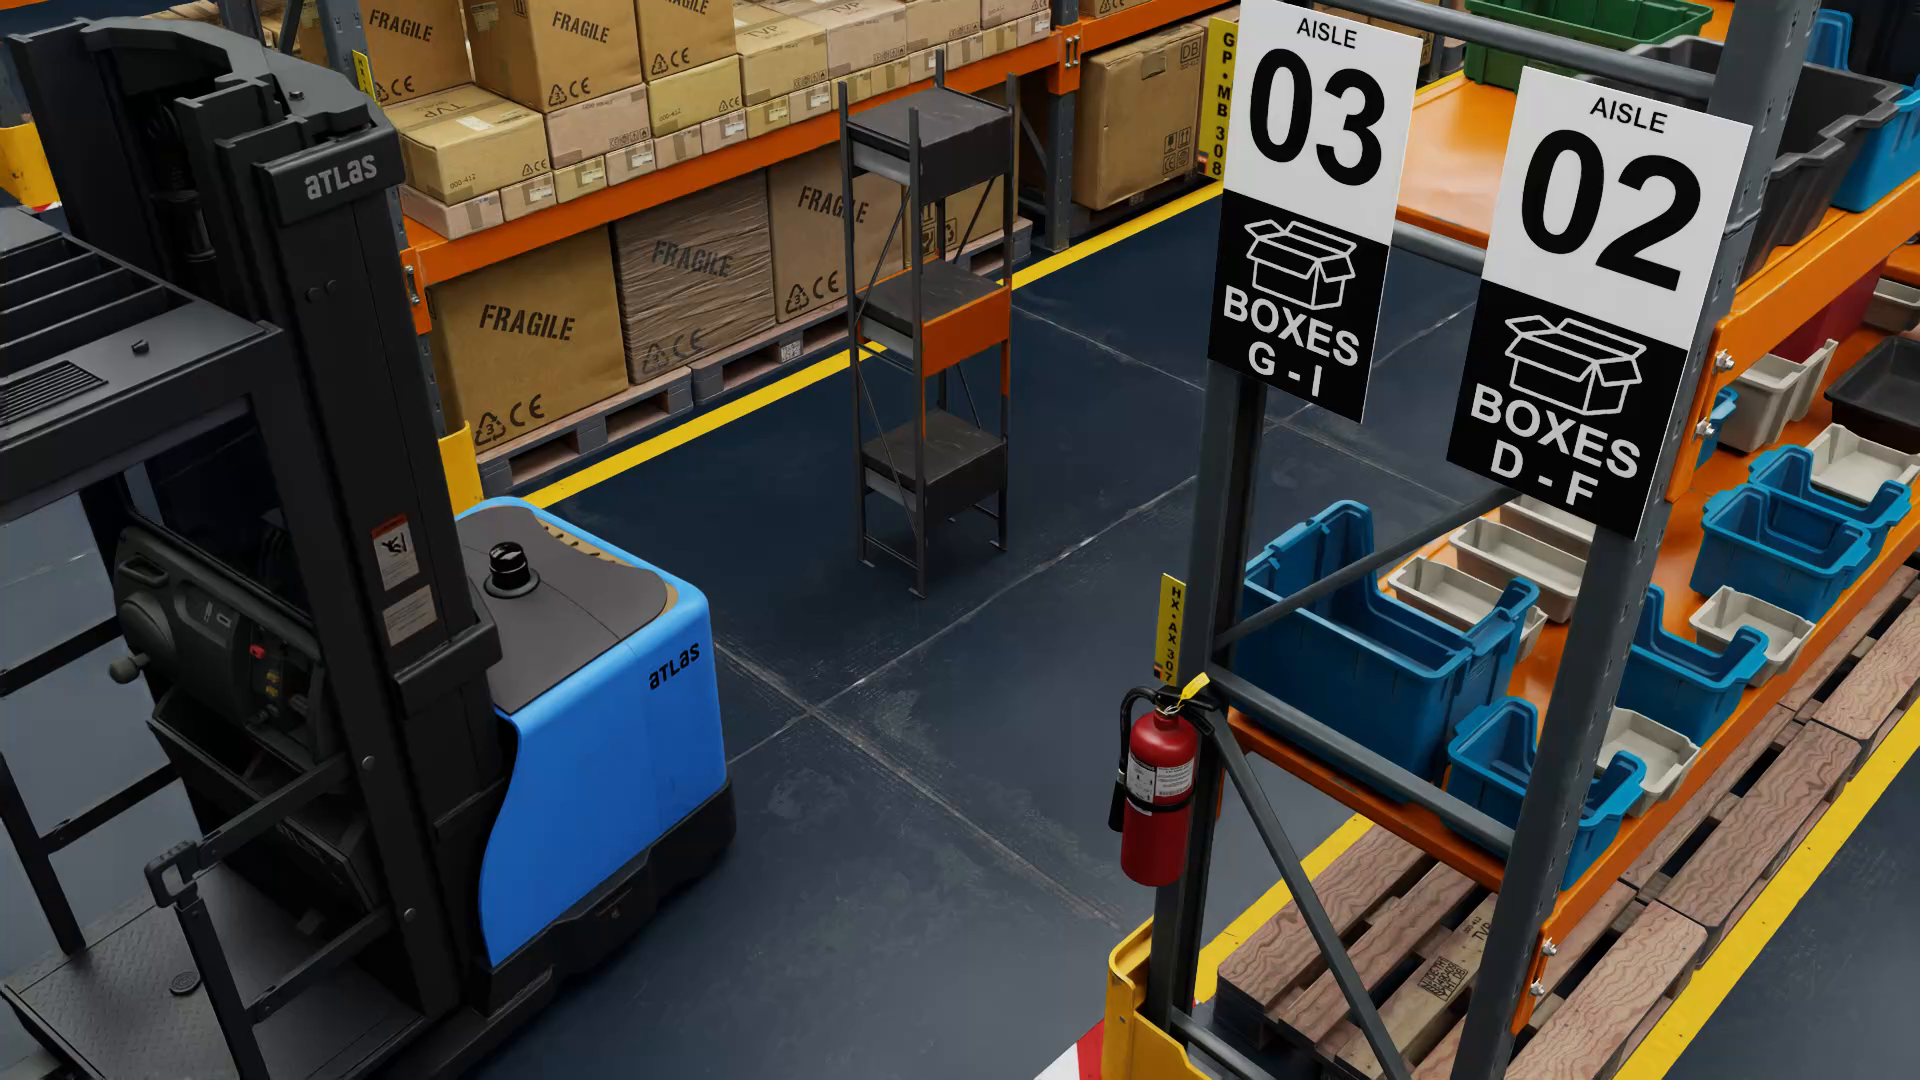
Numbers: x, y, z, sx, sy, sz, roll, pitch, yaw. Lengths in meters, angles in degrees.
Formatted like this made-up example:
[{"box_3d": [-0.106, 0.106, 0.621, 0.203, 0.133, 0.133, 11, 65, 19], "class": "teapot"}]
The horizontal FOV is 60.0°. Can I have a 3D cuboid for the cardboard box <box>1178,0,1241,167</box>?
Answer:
[{"box_3d": [1.304, -3.035, 10.470, 1.225, 0.875, 0.875, 28, 44, 34], "class": "cardboard box"}]

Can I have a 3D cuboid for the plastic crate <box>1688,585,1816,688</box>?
[{"box_3d": [2.105, 0.260, 4.433, 0.250, 0.136, 0.298, 30, 45, 35], "class": "plastic crate"}]

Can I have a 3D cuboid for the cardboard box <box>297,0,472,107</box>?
[{"box_3d": [-2.423, -2.151, 6.928, 0.500, 0.500, 0.500, -29, 44, -35], "class": "cardboard box"}]

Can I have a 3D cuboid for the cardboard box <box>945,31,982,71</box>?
[{"box_3d": [-0.106, -2.536, 8.484, 0.380, 0.149, 0.250, 29, 44, 35], "class": "cardboard box"}]

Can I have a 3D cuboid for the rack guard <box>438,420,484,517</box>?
[{"box_3d": [-2.597, -0.445, 7.451, 1.175, 0.500, 0.348, 30, 45, 35], "class": "rack guard"}]

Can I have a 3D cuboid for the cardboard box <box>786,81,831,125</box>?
[{"box_3d": [-0.829, -2.120, 7.887, 0.250, 0.149, 0.380, -29, 44, -35], "class": "cardboard box"}]

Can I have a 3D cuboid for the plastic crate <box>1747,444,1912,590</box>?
[{"box_3d": [2.482, -0.063, 4.812, 0.416, 0.233, 0.300, 30, 45, 35], "class": "plastic crate"}]

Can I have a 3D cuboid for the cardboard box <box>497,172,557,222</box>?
[{"box_3d": [-1.916, -1.493, 6.987, 0.380, 0.149, 0.250, 29, 44, 35], "class": "cardboard box"}]

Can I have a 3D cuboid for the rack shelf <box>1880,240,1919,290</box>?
[{"box_3d": [5.163, -1.624, 7.585, 1.077, 0.370, 4.000, 30, 45, 35], "class": "rack shelf"}]

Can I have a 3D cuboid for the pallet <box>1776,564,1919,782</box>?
[{"box_3d": [3.263, 0.351, 6.563, 1.003, 0.211, 1.213, 30, 45, 35], "class": "pallet"}]

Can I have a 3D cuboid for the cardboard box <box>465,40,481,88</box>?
[{"box_3d": [-2.069, -2.050, 7.438, 0.500, 0.250, 0.500, 29, 44, 35], "class": "cardboard box"}]

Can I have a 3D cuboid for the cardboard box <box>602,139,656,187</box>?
[{"box_3d": [-1.553, -1.703, 7.289, 0.380, 0.149, 0.250, 29, 44, 35], "class": "cardboard box"}]

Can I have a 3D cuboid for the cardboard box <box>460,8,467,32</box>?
[{"box_3d": [-3.564, -3.782, 11.915, 0.380, 0.149, 0.250, 28, 44, 34], "class": "cardboard box"}]

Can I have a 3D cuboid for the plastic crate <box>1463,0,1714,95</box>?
[{"box_3d": [1.427, -1.142, 3.829, 0.450, 0.188, 0.336, 30, 45, 35], "class": "plastic crate"}]

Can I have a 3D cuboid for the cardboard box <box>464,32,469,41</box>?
[{"box_3d": [-3.627, -3.645, 11.979, 0.380, 0.149, 0.250, 28, 44, 34], "class": "cardboard box"}]

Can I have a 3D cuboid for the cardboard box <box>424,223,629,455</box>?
[{"box_3d": [-2.186, -1.073, 7.656, 0.875, 0.875, 0.875, 30, 45, 35], "class": "cardboard box"}]

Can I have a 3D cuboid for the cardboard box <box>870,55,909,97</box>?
[{"box_3d": [-0.469, -2.327, 8.184, 0.250, 0.149, 0.380, -29, 44, -35], "class": "cardboard box"}]

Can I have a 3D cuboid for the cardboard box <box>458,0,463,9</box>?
[{"box_3d": [-3.598, -3.918, 11.850, 0.380, 0.149, 0.250, 29, 44, 35], "class": "cardboard box"}]

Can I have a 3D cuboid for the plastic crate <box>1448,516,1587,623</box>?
[{"box_3d": [1.596, 0.084, 4.685, 0.396, 0.136, 0.243, 30, 45, 35], "class": "plastic crate"}]

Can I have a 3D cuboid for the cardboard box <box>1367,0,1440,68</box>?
[{"box_3d": [2.556, -3.756, 11.504, 1.225, 0.875, 0.875, 27, 43, 33], "class": "cardboard box"}]

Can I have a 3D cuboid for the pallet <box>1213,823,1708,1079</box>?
[{"box_3d": [1.544, 1.341, 5.142, 1.003, 0.211, 1.213, 30, 45, 35], "class": "pallet"}]

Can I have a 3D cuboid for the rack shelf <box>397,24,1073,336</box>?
[{"box_3d": [-1.171, -1.997, 8.119, 1.077, 0.370, 4.000, 30, 45, 35], "class": "rack shelf"}]

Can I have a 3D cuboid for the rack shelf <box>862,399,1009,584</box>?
[{"box_3d": [-0.117, -0.209, 6.961, 0.431, 0.518, 0.480, 30, 45, 35], "class": "rack shelf"}]

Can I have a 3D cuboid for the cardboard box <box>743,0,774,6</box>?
[{"box_3d": [-0.993, -2.666, 8.322, 0.500, 0.250, 0.500, -29, 44, -35], "class": "cardboard box"}]

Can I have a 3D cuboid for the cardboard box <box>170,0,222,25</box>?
[{"box_3d": [-5.148, -3.530, 11.294, 0.250, 0.149, 0.380, -28, 44, -34], "class": "cardboard box"}]

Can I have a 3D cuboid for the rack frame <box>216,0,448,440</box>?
[{"box_3d": [-2.580, -1.480, 6.750, 1.000, 3.000, 0.127, 30, 45, 35], "class": "rack frame"}]

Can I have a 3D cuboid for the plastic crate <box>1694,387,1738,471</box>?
[{"box_3d": [2.200, -0.376, 5.261, 0.416, 0.233, 0.300, 30, 45, 35], "class": "plastic crate"}]

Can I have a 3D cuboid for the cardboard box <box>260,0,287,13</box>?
[{"box_3d": [-4.719, -3.710, 11.553, 0.250, 0.149, 0.380, -30, 45, -35], "class": "cardboard box"}]

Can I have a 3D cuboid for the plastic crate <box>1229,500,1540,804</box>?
[{"box_3d": [1.039, 0.266, 4.163, 0.616, 0.435, 0.499, 30, 45, 35], "class": "plastic crate"}]

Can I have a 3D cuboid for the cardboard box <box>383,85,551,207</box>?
[{"box_3d": [-2.050, -1.626, 6.831, 0.500, 0.250, 0.500, 28, 44, 34], "class": "cardboard box"}]

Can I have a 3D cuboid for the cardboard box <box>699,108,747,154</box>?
[{"box_3d": [-1.191, -1.911, 7.587, 0.380, 0.149, 0.250, 29, 44, 35], "class": "cardboard box"}]

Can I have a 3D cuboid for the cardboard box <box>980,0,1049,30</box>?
[{"box_3d": [0.114, -2.879, 8.627, 0.500, 0.250, 0.500, 29, 44, 35], "class": "cardboard box"}]

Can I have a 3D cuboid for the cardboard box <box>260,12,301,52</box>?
[{"box_3d": [-4.505, -3.385, 11.086, 0.250, 0.149, 0.380, -29, 44, -35], "class": "cardboard box"}]

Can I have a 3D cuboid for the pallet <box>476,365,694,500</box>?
[{"box_3d": [-2.072, -0.692, 8.058, 1.003, 0.211, 1.213, 30, 45, 35], "class": "pallet"}]

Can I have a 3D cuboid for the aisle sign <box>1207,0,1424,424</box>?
[{"box_3d": [0.677, -0.639, 3.271, 0.394, 0.787, 0.004, 30, 45, 35], "class": "aisle sign"}]

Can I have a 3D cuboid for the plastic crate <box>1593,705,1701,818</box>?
[{"box_3d": [1.628, 0.536, 4.038, 0.250, 0.136, 0.298, 30, 45, 35], "class": "plastic crate"}]

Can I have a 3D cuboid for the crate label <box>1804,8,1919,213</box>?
[{"box_3d": [1.815, -0.897, 3.422, 0.408, 0.251, 0.502, 30, 45, 35], "class": "crate label"}]

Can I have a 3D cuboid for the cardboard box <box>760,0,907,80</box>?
[{"box_3d": [-0.609, -2.461, 8.027, 0.500, 0.250, 0.500, -29, 44, -35], "class": "cardboard box"}]

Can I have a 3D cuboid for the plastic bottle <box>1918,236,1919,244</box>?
[{"box_3d": [3.903, -1.273, 6.627, 0.097, 0.201, 0.097, 0, 35, 0], "class": "plastic bottle"}]

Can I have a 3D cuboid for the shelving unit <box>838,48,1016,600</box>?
[{"box_3d": [-0.117, -0.794, 6.553, 0.431, 2.100, 0.503, 30, 45, 35], "class": "shelving unit"}]

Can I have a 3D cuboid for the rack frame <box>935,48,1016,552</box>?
[{"box_3d": [0.055, -0.893, 6.695, 0.400, 2.100, 0.015, 30, 45, 35], "class": "rack frame"}]

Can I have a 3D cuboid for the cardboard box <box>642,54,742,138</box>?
[{"box_3d": [-1.332, -2.042, 7.427, 0.500, 0.250, 0.500, 28, 44, 34], "class": "cardboard box"}]

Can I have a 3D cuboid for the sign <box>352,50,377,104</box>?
[{"box_3d": [-2.190, -1.641, 6.155, 0.100, 0.325, 0.005, 30, 45, 35], "class": "sign"}]

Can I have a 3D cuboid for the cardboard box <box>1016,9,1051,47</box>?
[{"box_3d": [0.256, -2.745, 8.783, 0.250, 0.149, 0.380, -30, 45, -35], "class": "cardboard box"}]

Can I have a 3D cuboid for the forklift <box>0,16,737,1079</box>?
[{"box_3d": [-2.057, 0.344, 4.194, 1.130, 2.935, 3.031, 24, 41, 30], "class": "forklift"}]

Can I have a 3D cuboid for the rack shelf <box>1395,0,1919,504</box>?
[{"box_3d": [2.344, -1.231, 4.399, 1.077, 0.370, 4.000, 30, 45, 35], "class": "rack shelf"}]

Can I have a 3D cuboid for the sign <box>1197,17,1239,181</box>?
[{"box_3d": [0.533, -0.886, 3.368, 0.100, 0.325, 0.005, 30, 45, 35], "class": "sign"}]

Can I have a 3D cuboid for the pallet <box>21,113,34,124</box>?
[{"box_3d": [-5.377, -2.722, 10.969, 1.003, 0.211, 1.213, 30, 45, 35], "class": "pallet"}]

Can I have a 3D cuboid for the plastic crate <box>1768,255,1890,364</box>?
[{"box_3d": [2.946, -0.897, 5.805, 0.402, 0.464, 0.583, 30, 45, 35], "class": "plastic crate"}]

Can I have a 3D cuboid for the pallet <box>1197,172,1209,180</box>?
[{"box_3d": [1.588, -2.801, 11.082, 1.003, 0.211, 1.213, 30, 45, 35], "class": "pallet"}]

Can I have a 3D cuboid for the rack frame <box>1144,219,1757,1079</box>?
[{"box_3d": [0.935, 0.516, 3.887, 1.000, 3.000, 0.127, 30, 45, 35], "class": "rack frame"}]

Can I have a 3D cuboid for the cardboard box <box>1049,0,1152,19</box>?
[{"box_3d": [0.740, -3.230, 9.172, 0.500, 0.500, 0.500, -30, 45, -35], "class": "cardboard box"}]

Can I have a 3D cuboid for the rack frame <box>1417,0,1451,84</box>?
[{"box_3d": [3.057, -4.727, 11.406, 1.000, 3.000, 0.127, 30, 45, 35], "class": "rack frame"}]

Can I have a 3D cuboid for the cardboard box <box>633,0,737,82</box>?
[{"box_3d": [-1.337, -2.350, 7.212, 0.500, 0.500, 0.500, 28, 44, 34], "class": "cardboard box"}]

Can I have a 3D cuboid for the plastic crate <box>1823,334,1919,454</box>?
[{"box_3d": [3.155, -0.456, 5.470, 0.437, 0.125, 0.590, 30, 45, 35], "class": "plastic crate"}]

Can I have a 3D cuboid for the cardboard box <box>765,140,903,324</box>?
[{"box_3d": [-0.917, -1.803, 8.704, 0.875, 0.875, 0.875, 30, 45, 35], "class": "cardboard box"}]

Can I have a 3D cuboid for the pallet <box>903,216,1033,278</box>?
[{"box_3d": [-0.353, -1.683, 9.478, 1.003, 0.211, 1.213, 30, 45, 35], "class": "pallet"}]
